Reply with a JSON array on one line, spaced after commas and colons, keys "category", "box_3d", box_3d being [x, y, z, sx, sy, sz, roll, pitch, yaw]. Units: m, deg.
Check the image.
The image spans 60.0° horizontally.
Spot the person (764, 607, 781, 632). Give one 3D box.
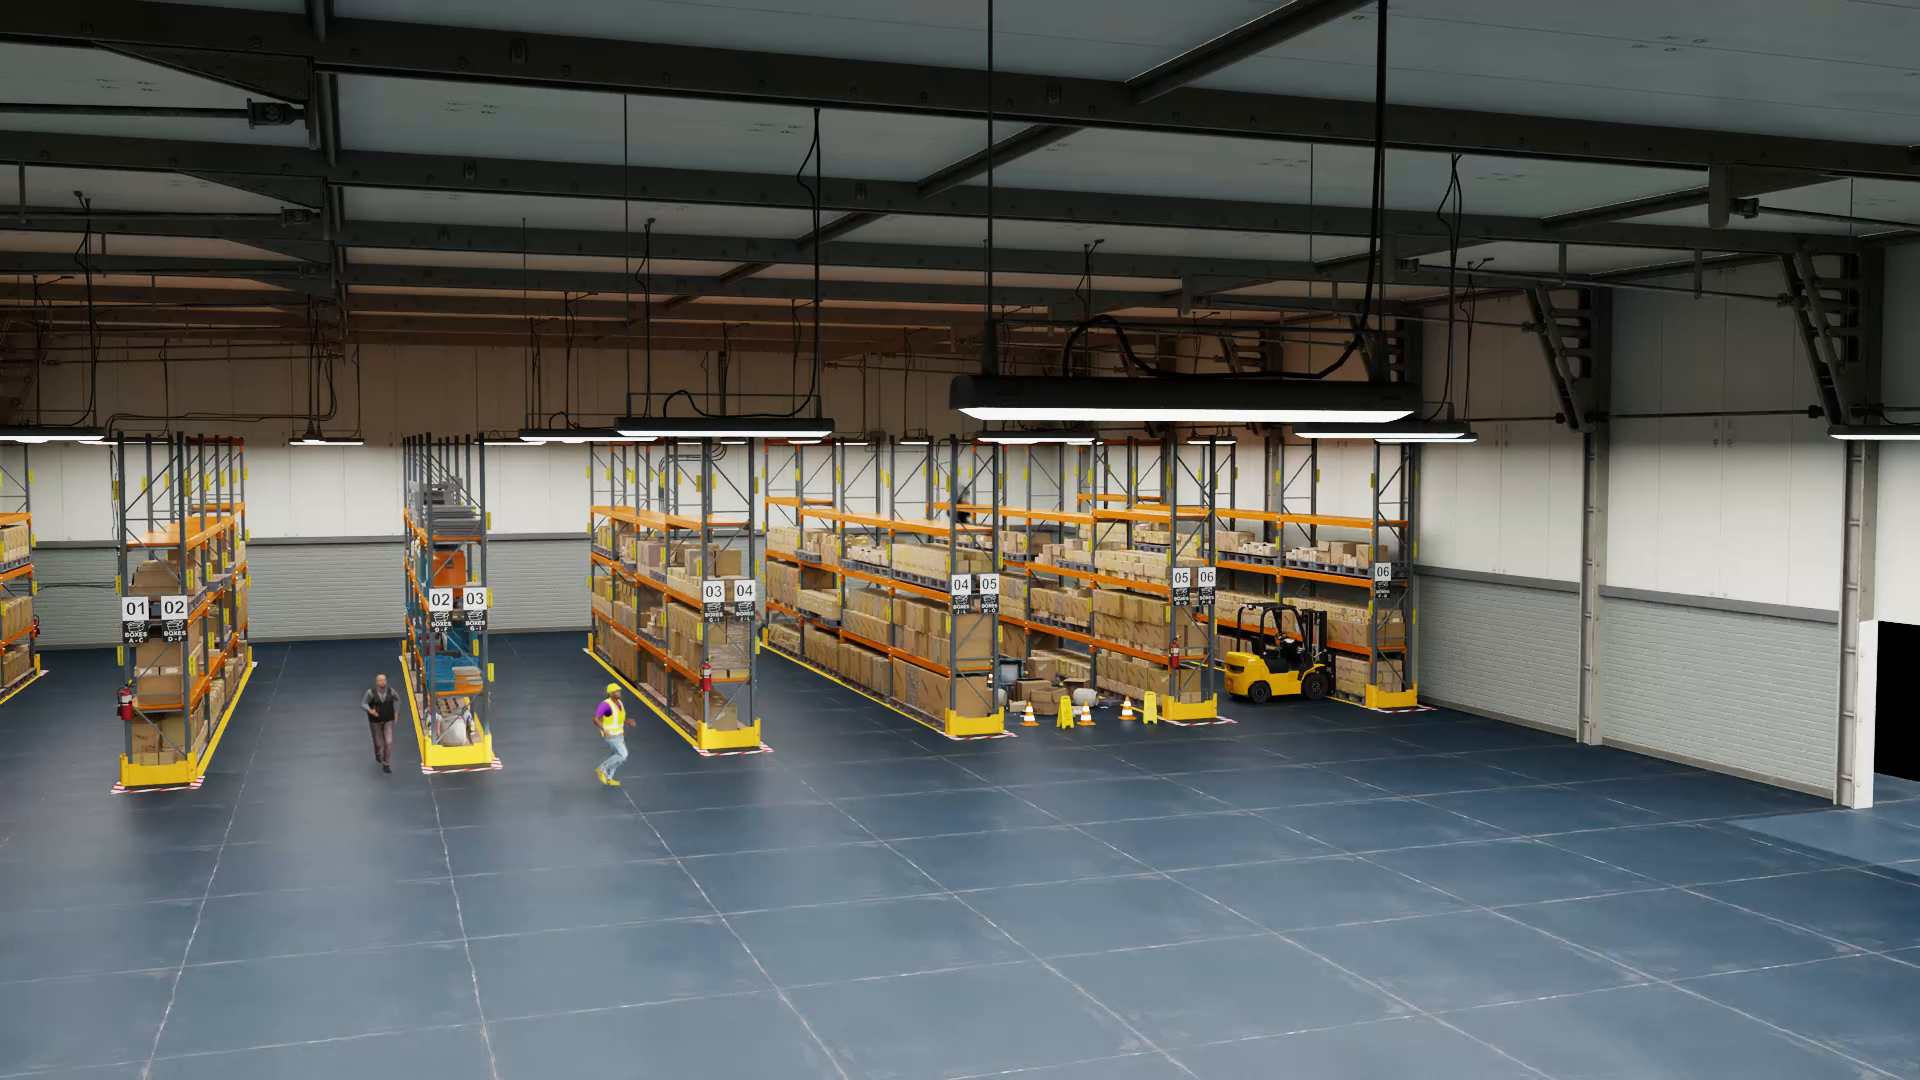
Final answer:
[{"category": "person", "box_3d": [-5.552, 2.140, 49.641, 0.537, 1.692, 0.716, -2, 4, -26]}]

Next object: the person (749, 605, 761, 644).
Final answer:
[{"category": "person", "box_3d": [-5.703, 2.362, 45.032, 0.652, 1.742, 0.673, -1, 3, -18]}]

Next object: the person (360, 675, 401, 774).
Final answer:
[{"category": "person", "box_3d": [-10.278, 3.245, 29.547, 0.699, 1.721, 0.814, -1, 3, -25]}]

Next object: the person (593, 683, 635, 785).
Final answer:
[{"category": "person", "box_3d": [-5.833, 3.292, 28.202, 0.594, 1.729, 0.681, 1, 3, 12]}]
